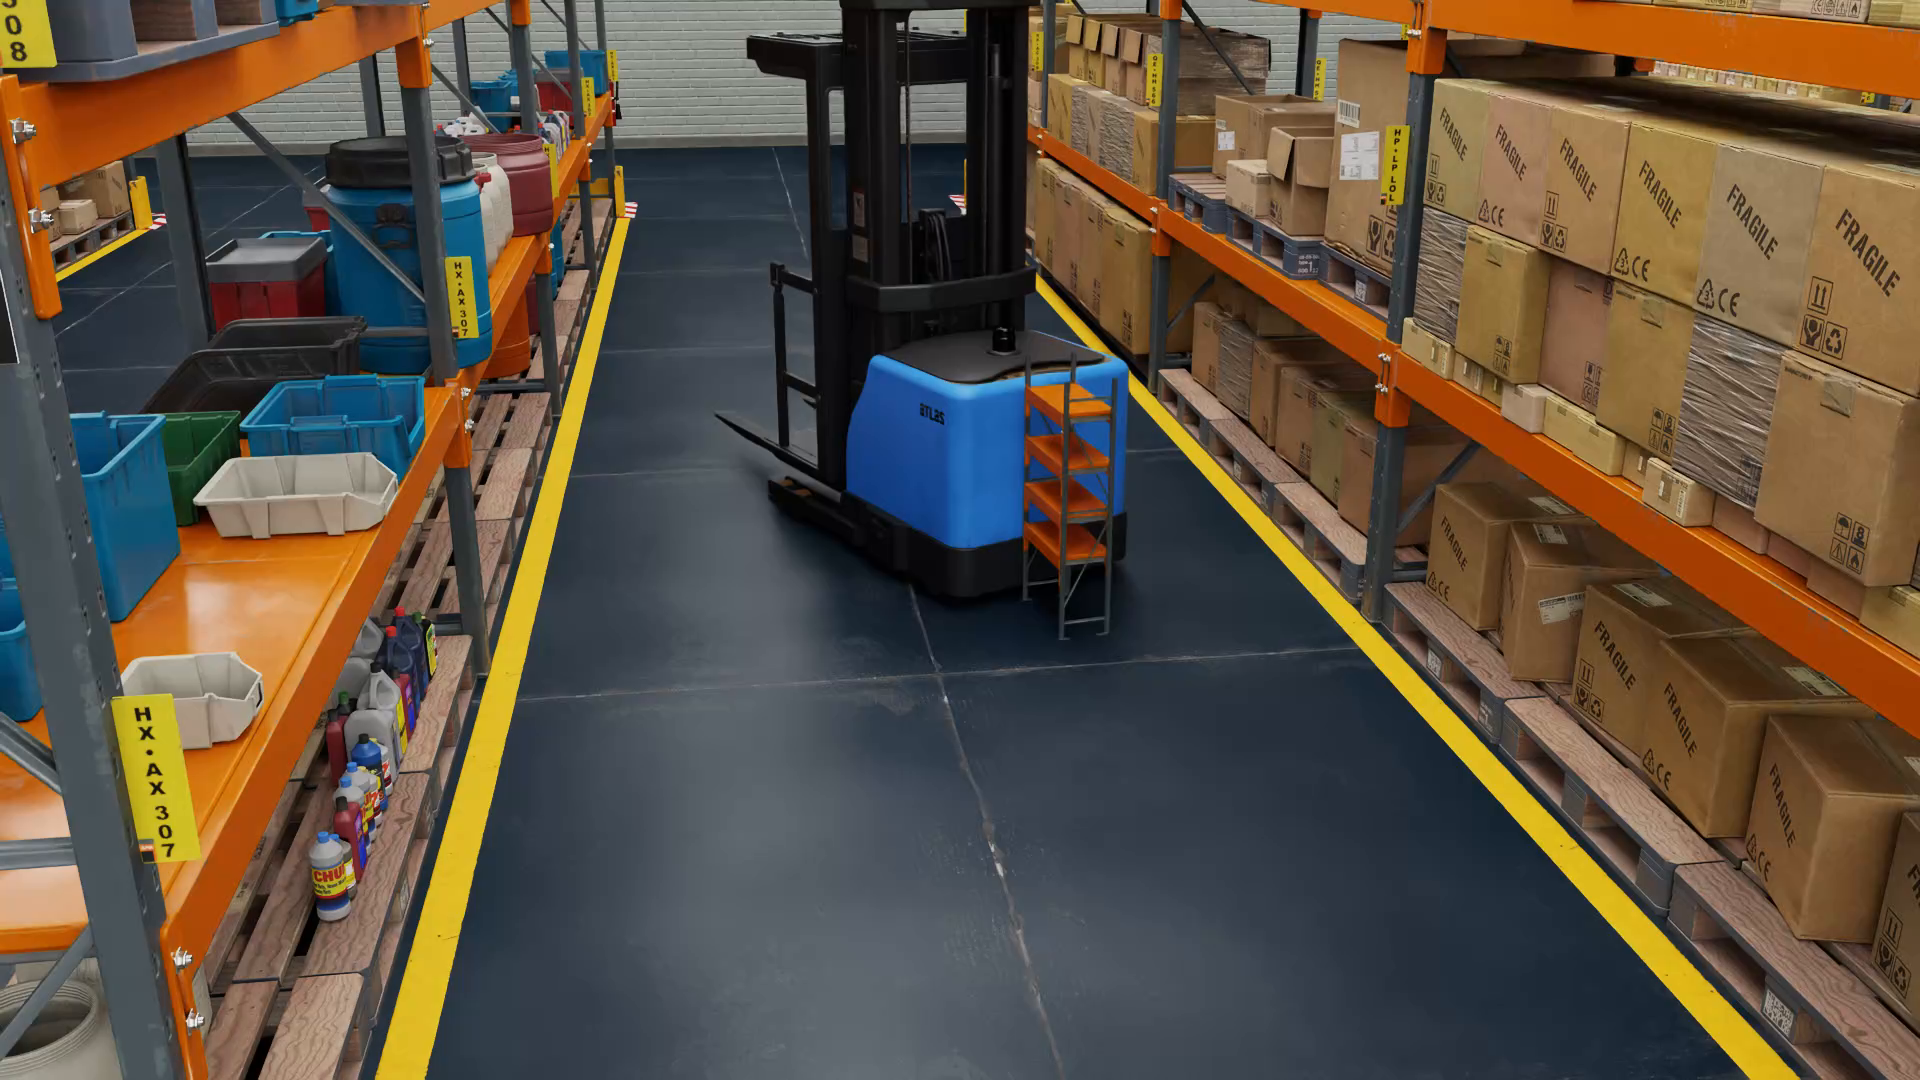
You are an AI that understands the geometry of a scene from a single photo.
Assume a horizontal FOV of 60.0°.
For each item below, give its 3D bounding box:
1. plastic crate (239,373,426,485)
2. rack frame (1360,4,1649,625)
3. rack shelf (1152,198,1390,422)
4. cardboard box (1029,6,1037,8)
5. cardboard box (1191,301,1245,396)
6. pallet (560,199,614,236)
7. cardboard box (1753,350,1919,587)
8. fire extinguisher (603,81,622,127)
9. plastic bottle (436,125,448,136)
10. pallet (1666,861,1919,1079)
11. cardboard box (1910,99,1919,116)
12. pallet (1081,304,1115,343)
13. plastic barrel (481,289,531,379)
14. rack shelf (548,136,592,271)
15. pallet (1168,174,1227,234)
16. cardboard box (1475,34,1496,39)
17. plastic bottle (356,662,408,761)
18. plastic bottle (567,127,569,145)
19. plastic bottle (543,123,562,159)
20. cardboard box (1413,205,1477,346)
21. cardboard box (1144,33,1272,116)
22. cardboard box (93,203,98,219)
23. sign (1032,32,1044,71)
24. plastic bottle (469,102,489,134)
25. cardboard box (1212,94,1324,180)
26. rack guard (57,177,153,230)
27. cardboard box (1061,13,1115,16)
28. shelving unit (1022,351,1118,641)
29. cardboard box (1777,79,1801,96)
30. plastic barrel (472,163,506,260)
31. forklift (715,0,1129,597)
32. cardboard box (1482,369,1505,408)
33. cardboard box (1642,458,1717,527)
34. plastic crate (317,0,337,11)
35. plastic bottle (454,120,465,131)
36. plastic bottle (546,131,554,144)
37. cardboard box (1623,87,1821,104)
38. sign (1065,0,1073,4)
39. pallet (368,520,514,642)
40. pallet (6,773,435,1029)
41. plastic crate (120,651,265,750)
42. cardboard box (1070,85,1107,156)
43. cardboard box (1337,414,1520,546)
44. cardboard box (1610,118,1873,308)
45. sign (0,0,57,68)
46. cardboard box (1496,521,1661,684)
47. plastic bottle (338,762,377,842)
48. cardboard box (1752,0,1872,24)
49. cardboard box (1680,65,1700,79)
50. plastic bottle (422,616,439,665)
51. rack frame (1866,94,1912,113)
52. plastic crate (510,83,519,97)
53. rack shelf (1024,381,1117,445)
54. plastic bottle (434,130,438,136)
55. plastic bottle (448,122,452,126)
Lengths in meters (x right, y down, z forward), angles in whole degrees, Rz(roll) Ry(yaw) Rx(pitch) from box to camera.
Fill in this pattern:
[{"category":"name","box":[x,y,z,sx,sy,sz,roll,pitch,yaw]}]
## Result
[{"category":"plastic crate","box":[-2.098,-0.370,5.632,0.499,0.251,0.616,-3,21,-8]},{"category":"rack frame","box":[2.375,-1.059,7.264,1.000,3.000,0.127,-3,21,-8]},{"category":"rack shelf","box":[2.087,-1.414,9.244,1.077,0.370,4.000,-3,21,-8]},{"category":"cardboard box","box":[0.519,-5.281,17.287,0.500,0.500,0.500,-3,21,-9]},{"category":"cardboard box","box":[1.915,-1.248,10.714,0.700,0.500,0.500,-4,21,-11]},{"category":"pallet","box":[-4.176,-3.370,17.438,1.003,0.211,1.213,-3,21,-8]},{"category":"cardboard box","box":[2.709,-0.219,4.448,0.875,0.500,0.500,-3,21,-8]},{"category":"fire extinguisher","box":[-3.828,-4.828,18.000,0.296,0.674,0.183,-3,21,-8]},{"category":"plastic bottle","box":[-3.776,-2.853,12.137,0.144,0.351,0.185,-3,21,-8]},{"category":"pallet","box":[2.859,1.323,4.873,1.003,0.211,1.213,-3,21,-8]},{"category":"cardboard box","box":[6.776,-3.018,10.939,0.700,0.500,0.500,-3,21,-8]},{"category":"pallet","box":[1.587,-1.836,13.330,1.003,0.211,1.213,-3,21,-8]},{"category":"plastic barrel","box":[-3.190,-1.543,11.061,0.600,0.830,0.708,-3,21,-8]},{"category":"rack shelf","box":[-3.391,-2.550,12.283,1.077,0.370,4.000,-3,21,-8]},{"category":"pallet","box":[2.007,-2.113,10.360,1.213,0.211,1.003,-3,21,-8]},{"category":"cardboard box","box":[5.599,-4.915,17.021,0.500,0.500,0.500,-3,21,-9]},{"category":"plastic bottle","box":[-2.074,0.612,5.947,0.144,0.351,0.185,-3,21,-8]},{"category":"plastic bottle","box":[-3.259,-3.327,13.621,0.097,0.201,0.097,0,20,0]},{"category":"plastic bottle","box":[-3.177,-3.100,12.905,0.152,0.276,0.135,-3,21,-8]},{"category":"cardboard box","box":[2.379,-1.086,6.769,0.875,0.500,0.500,-3,21,-8]},{"category":"cardboard box","box":[1.709,-3.215,11.459,0.797,0.503,0.637,-2,21,-6]},{"category":"cardboard box","box":[-8.867,-3.274,16.615,0.380,0.166,0.250,-3,21,-8]},{"category":"sign","box":[0.673,-4.243,14.439,0.100,0.325,0.005,-3,21,-8]},{"category":"plastic bottle","box":[-3.944,-3.404,13.613,0.144,0.351,0.185,-3,21,-8]},{"category":"cardboard box","box":[1.916,-2.503,10.386,0.500,0.500,0.500,-6,21,-14]},{"category":"rack guard","box":[-9.147,-3.518,17.421,1.175,0.500,0.348,-3,21,-8]},{"category":"cardboard box","box":[1.263,-4.779,15.941,0.500,0.500,0.500,-4,21,-9]},{"category":"shelving unit","box":[0.487,-0.202,7.543,0.258,1.200,0.503,-6,21,-16]},{"category":"cardboard box","box":[6.163,-3.250,12.040,0.380,0.149,0.250,-3,21,-8]},{"category":"plastic barrel","box":[-2.682,-1.755,8.969,0.421,0.512,0.421,0,20,0]},{"category":"forklift","box":[-0.398,-1.566,8.719,1.130,2.935,3.031,-13,24,-31]},{"category":"cardboard box","box":[2.240,-0.593,6.376,0.380,0.149,0.250,-3,21,-8]},{"category":"cardboard box","box":[2.386,-0.159,5.213,0.380,0.149,0.250,-3,21,-8]},{"category":"plastic crate","box":[-1.895,-1.556,4.684,0.243,0.136,0.396,-3,21,-8]},{"category":"plastic bottle","box":[-3.947,-3.171,13.103,0.097,0.271,0.097,0,20,0]},{"category":"plastic bottle","box":[-3.046,-2.898,12.356,0.061,0.283,0.133,-3,21,-8]},{"category":"cardboard box","box":[2.786,-1.399,6.177,0.500,0.500,0.500,-3,21,-8]},{"category":"sign","box":[1.184,-5.890,18.205,0.100,0.325,0.005,-3,21,-8]},{"category":"pallet","box":[-2.678,0.227,7.806,1.003,0.211,1.213,-3,21,-8]},{"category":"pallet","box":[-2.291,1.155,5.322,1.003,0.211,1.213,-3,21,-8]},{"category":"plastic crate","box":[-1.760,0.373,3.807,0.298,0.136,0.250,-3,21,-8]},{"category":"cardboard box","box":[1.186,-3.357,13.273,0.500,0.500,0.500,-3,21,-9]},{"category":"cardboard box","box":[2.308,-0.308,8.197,0.700,0.500,0.500,-5,21,-12]},{"category":"cardboard box","box":[2.417,-1.026,5.180,0.500,0.500,0.500,-3,21,-8]},{"category":"sign","box":[-1.405,-0.860,2.431,0.100,0.325,0.005,-3,21,-8]},{"category":"cardboard box","box":[2.483,0.254,6.722,0.500,0.500,0.500,4,21,9]},{"category":"plastic bottle","box":[-1.966,0.851,5.421,0.097,0.271,0.097,0,20,0]},{"category":"cardboard box","box":[2.490,-1.514,4.409,0.500,0.250,0.500,-2,21,-7]},{"category":"cardboard box","box":[5.976,-3.701,13.248,0.380,0.149,0.250,-2,21,-6]},{"category":"plastic bottle","box":[-2.166,0.406,6.714,0.097,0.201,0.097,0,20,0]},{"category":"rack frame","box":[6.721,-2.659,11.549,1.000,3.000,0.127,-3,21,-8]},{"category":"plastic crate","box":[-4.313,-4.252,15.966,0.416,0.233,0.300,-3,21,-8]},{"category":"rack shelf","box":[0.487,-0.571,7.406,0.258,0.148,0.480,-6,21,-16]},{"category":"plastic bottle","box":[-3.730,-2.742,11.842,0.144,0.351,0.185,-3,21,-8]},{"category":"plastic bottle","box":[-3.921,-3.068,12.811,0.061,0.283,0.133,-3,21,-8]}]
